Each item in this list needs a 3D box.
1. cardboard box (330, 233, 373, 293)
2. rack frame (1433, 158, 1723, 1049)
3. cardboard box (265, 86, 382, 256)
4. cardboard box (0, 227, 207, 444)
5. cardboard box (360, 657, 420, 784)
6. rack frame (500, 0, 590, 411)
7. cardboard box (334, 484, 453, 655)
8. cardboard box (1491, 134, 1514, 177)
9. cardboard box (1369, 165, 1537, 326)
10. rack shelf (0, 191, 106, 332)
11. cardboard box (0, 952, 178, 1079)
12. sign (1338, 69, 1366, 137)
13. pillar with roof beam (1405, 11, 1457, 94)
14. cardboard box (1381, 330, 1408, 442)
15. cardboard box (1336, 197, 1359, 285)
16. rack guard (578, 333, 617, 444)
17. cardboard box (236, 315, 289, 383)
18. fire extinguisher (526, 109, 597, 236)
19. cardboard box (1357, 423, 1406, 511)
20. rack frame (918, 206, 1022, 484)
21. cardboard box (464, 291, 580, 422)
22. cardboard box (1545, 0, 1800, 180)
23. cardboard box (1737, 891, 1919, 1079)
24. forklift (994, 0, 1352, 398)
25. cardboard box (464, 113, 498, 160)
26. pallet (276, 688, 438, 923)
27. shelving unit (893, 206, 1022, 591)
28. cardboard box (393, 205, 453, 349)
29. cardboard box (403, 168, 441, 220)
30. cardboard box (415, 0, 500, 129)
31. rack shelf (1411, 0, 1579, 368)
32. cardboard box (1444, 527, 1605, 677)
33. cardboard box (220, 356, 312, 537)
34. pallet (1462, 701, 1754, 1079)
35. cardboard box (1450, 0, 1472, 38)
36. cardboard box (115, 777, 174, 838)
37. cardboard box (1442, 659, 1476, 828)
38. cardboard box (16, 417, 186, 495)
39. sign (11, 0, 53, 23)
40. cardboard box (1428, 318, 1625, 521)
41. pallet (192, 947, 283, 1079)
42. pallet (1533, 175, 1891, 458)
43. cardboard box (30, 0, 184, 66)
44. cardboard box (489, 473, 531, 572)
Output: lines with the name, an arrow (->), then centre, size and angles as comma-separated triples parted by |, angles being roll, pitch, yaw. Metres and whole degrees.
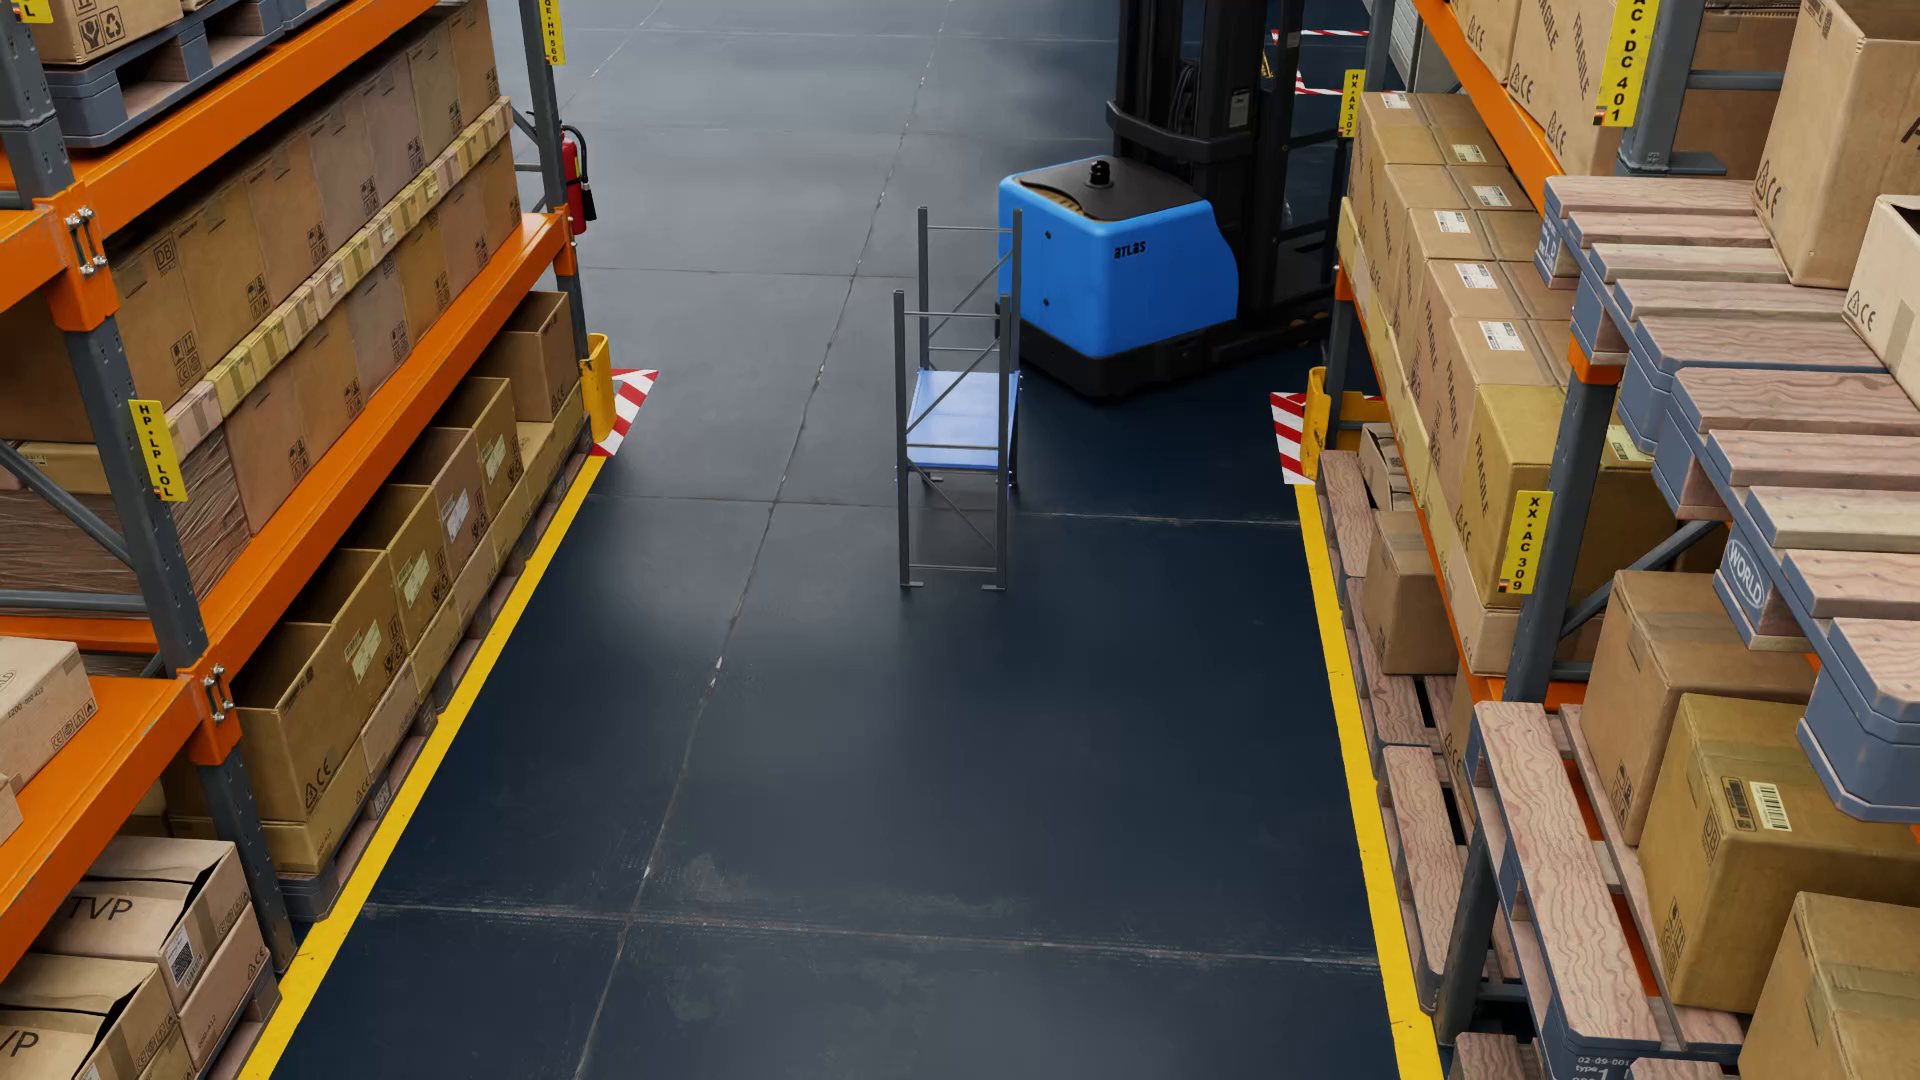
cardboard box -> -2.509, -1.074, 6.421 | 0.380, 0.149, 0.250 | 2, 32, 4
rack frame -> 2.091, 0.396, 4.748 | 1.000, 3.000, 0.127 | 2, 32, 4
cardboard box -> -2.694, -1.428, 6.376 | 0.700, 0.500, 0.500 | 2, 32, 4
cardboard box -> -2.817, -0.640, 5.098 | 0.700, 0.500, 0.500 | 3, 32, 4
cardboard box -> -2.461, 0.688, 6.495 | 0.500, 0.250, 0.500 | 2, 32, 4
rack frame -> -2.521, -1.905, 8.482 | 1.000, 3.000, 0.127 | 2, 32, 4
cardboard box -> -2.415, 0.107, 6.723 | 0.500, 0.500, 0.500 | 2, 32, 4
cardboard box -> 2.539, -1.441, 7.138 | 0.500, 0.500, 0.500 | 3, 32, 5
cardboard box -> 1.980, -1.194, 6.738 | 0.500, 0.500, 0.500 | 1, 32, 2
rack shelf -> -3.009, 0.262, 2.793 | 1.077, 0.370, 4.000 | 2, 32, 4
cardboard box -> -2.630, 1.436, 4.747 | 0.500, 0.311, 0.500 | 3, 32, 5
sign -> 1.876, -2.087, 7.952 | 0.100, 0.325, 0.005 | 2, 32, 4
pillar with roof beam -> -0.580, -7.168, 11.303 | 9.100, 9.000, 0.400 | 2, 32, 4
cardboard box -> 1.942, -0.596, 6.482 | 0.500, 0.250, 0.500 | 3, 32, 4
cardboard box -> 2.061, -1.398, 7.784 | 0.500, 0.250, 0.500 | 2, 32, 3
rack guard -> -2.519, -0.853, 9.158 | 1.175, 0.500, 0.348 | 2, 32, 4
cardboard box -> -2.572, -0.668, 5.761 | 0.380, 0.149, 0.250 | 2, 32, 4
fire extinguisher -> -2.048, -1.914, 8.570 | 0.296, 0.674, 0.183 | 2, 32, 4
cardboard box -> 2.271, -0.380, 8.151 | 0.500, 0.311, 0.500 | -1, 32, -2
rack frame -> 0.048, -0.949, 8.360 | 0.500, 1.500, 0.032 | 2, 32, 4
cardboard box -> -2.268, -0.939, 8.421 | 0.500, 0.500, 0.500 | 2, 32, 4
cardboard box -> 1.886, -1.208, 4.377 | 0.500, 0.500, 0.500 | 3, 32, 5
cardboard box -> 1.941, 1.069, 3.142 | 0.700, 0.500, 0.500 | 7, 32, 11
forklift -> 1.724, -2.641, 9.742 | 3.031, 2.935, 1.130 | -19, 36, -28
cardboard box -> -2.382, -1.879, 7.726 | 0.380, 0.149, 0.250 | 3, 32, 5
pallet -> -2.740, 0.960, 6.491 | 1.003, 0.211, 1.213 | 2, 32, 4
shelving unit -> 0.007, -0.683, 7.929 | 0.538, 1.500, 1.048 | 2, 32, 4
cardboard box -> -2.656, -1.170, 7.194 | 0.700, 0.500, 0.500 | 3, 32, 4
cardboard box -> -2.446, -1.476, 7.073 | 0.380, 0.149, 0.250 | 3, 32, 6
cardboard box -> -2.576, -2.229, 7.675 | 0.700, 0.500, 0.500 | 3, 32, 4
rack shelf -> 2.254, -1.620, 5.847 | 1.077, 0.370, 4.000 | 2, 32, 4
cardboard box -> 1.828, 0.191, 5.205 | 0.500, 0.250, 0.500 | 3, 32, 4
cardboard box -> -2.780, -0.364, 5.887 | 0.700, 0.500, 0.500 | 2, 32, 3
pallet -> 1.884, 0.871, 4.160 | 1.003, 0.211, 1.213 | 2, 32, 4
cardboard box -> 2.000, -2.027, 5.707 | 0.500, 0.500, 0.500 | 4, 32, 7
cardboard box -> -3.026, 0.927, 6.108 | 0.500, 0.250, 0.500 | 2, 32, 4
cardboard box -> 2.136, 0.729, 6.172 | 0.500, 0.500, 0.500 | 0, 32, 0
cardboard box -> -2.632, -0.264, 5.106 | 0.380, 0.149, 0.250 | 2, 32, 4
sign -> -2.305, -1.426, 4.053 | 0.100, 0.325, 0.005 | 2, 32, 4
cardboard box -> 1.856, -0.389, 5.432 | 0.500, 0.500, 0.500 | 2, 32, 4
pallet -> -2.868, 1.761, 5.192 | 1.003, 0.211, 1.213 | 2, 32, 4
pallet -> 1.935, -0.482, 3.494 | 1.213, 0.211, 1.003 | 2, 32, 4
cardboard box -> -2.543, -1.623, 4.537 | 0.500, 0.500, 0.500 | 5, 32, 8
cardboard box -> -2.338, -0.097, 7.768 | 0.500, 0.250, 0.500 | 2, 32, 4
